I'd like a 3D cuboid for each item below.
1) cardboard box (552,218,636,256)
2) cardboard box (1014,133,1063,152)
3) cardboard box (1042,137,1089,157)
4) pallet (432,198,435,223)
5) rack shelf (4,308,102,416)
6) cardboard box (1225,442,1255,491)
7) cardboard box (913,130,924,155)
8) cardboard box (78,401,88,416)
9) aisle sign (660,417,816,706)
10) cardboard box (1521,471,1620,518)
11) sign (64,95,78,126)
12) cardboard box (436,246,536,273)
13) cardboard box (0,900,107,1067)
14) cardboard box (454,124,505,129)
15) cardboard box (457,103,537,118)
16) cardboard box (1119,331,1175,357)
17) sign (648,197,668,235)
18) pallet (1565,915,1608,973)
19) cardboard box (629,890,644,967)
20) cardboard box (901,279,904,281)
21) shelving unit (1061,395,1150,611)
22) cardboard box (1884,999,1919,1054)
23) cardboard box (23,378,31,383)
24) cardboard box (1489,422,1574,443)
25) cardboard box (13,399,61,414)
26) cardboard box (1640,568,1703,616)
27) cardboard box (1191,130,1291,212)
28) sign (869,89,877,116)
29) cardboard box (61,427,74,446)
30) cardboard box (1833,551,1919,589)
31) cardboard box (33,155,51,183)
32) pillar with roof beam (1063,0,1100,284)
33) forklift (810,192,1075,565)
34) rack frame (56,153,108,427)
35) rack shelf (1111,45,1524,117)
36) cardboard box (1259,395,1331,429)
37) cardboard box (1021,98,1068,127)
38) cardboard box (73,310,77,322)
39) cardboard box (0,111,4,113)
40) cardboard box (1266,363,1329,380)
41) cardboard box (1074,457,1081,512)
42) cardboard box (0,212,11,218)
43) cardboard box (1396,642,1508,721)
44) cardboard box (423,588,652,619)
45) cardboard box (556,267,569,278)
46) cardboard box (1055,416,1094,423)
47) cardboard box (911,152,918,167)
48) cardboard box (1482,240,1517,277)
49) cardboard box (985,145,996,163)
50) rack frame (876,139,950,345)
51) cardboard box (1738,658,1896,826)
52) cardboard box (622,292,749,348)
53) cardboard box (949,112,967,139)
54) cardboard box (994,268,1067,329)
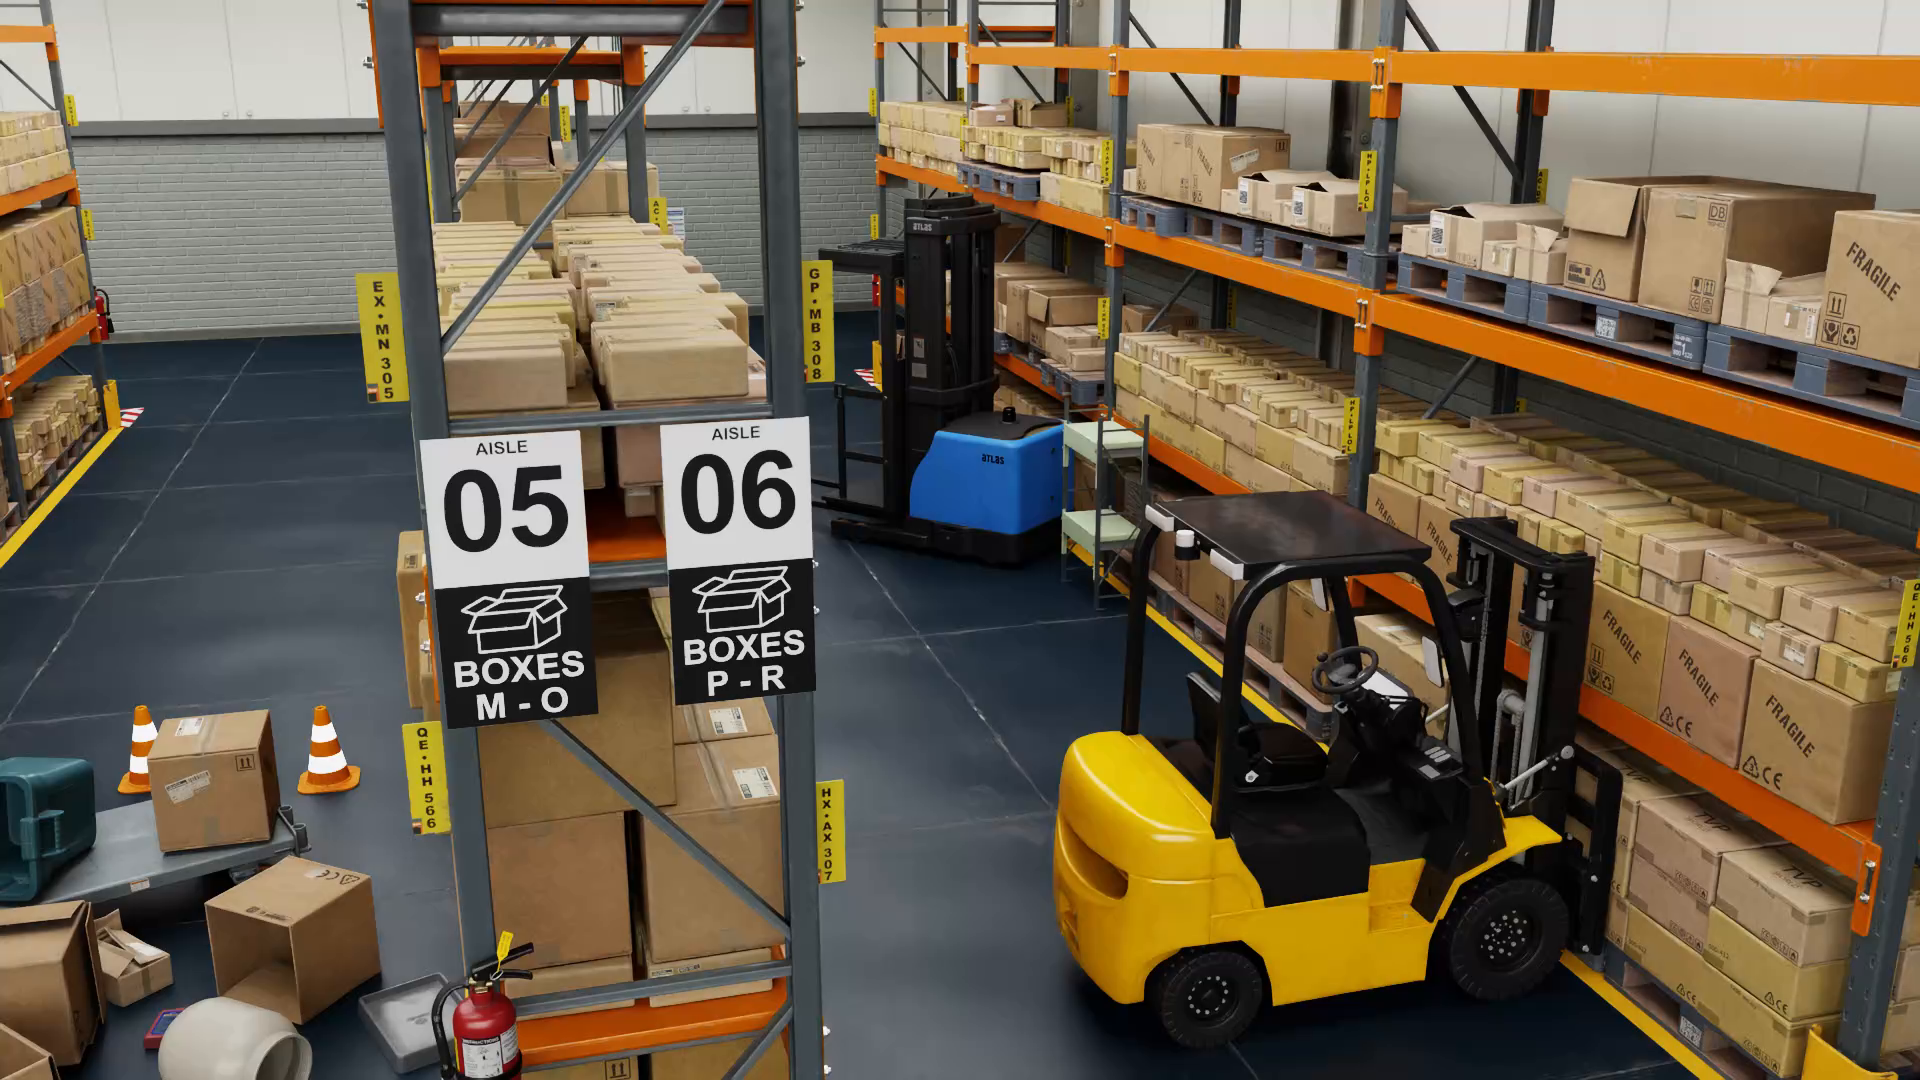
[{"bbox_3d":[-1.711,-1.419,7.798,0.380,0.149,0.250,-4,17,-14],"label":"cardboard box"},{"bbox_3d":[0.705,-3.566,14.913,0.380,0.149,0.250,-5,17,-15],"label":"cardboard box"},{"bbox_3d":[0.928,-3.420,14.459,0.380,0.149,0.250,-5,17,-15],"label":"cardboard box"},{"bbox_3d":[-3.335,-2.417,12.400,1.213,0.211,1.003,-4,17,-13],"label":"pallet"},{"bbox_3d":[-9.488,-1.793,16.458,1.077,0.370,4.000,-5,17,-15],"label":"rack shelf"},{"bbox_3d":[2.123,-0.510,11.196,0.500,0.250,0.500,-5,17,-15],"label":"cardboard box"},{"bbox_3d":[-0.223,-4.444,18.561,0.500,0.250,0.500,-5,17,-16],"label":"cardboard box"},{"bbox_3d":[-9.474,-1.402,17.614,0.380,0.149,0.250,-5,18,-18],"label":"cardboard box"},{"bbox_3d":[-0.594,0.063,4.509,0.394,0.787,0.004,-5,17,-15],"label":"aisle sign"},{"bbox_3d":[2.996,-0.224,8.165,0.380,0.149,0.250,-5,17,-15],"label":"cardboard box"},{"bbox_3d":[-9.499,-4.590,17.765,0.100,0.325,0.005,-5,17,-15],"label":"sign"},{"bbox_3d":[-1.909,-1.093,6.715,0.380,0.149,0.250,-5,18,-17],"label":"cardboard box"},{"bbox_3d":[-4.091,1.902,7.008,0.797,0.637,0.503,-5,17,-15],"label":"cardboard box"},{"bbox_3d":[-3.871,-3.048,13.266,0.500,0.500,0.500,-5,17,-15],"label":"cardboard box"},{"bbox_3d":[-4.608,-4.109,16.621,0.797,0.503,0.637,-3,17,-11],"label":"cardboard box"},{"bbox_3d":[1.468,-1.538,13.057,0.380,0.149,0.250,-4,17,-14],"label":"cardboard box"},{"bbox_3d":[-1.489,-1.520,8.186,0.100,0.325,0.005,-5,17,-15],"label":"sign"},{"bbox_3d":[3.280,1.712,8.384,1.003,0.211,1.213,-5,17,-15],"label":"pallet"},{"bbox_3d":[-0.887,1.257,5.491,0.380,0.149,0.250,-4,17,-14],"label":"cardboard box"},{"bbox_3d":[-0.388,-3.148,19.462,0.500,0.250,0.500,-5,17,-16],"label":"cardboard box"},{"bbox_3d":[1.107,-0.297,12.835,0.431,1.500,0.755,-5,17,-16],"label":"shelving unit"},{"bbox_3d":[3.916,1.886,7.008,0.500,0.250,0.500,-5,17,-15],"label":"cardboard box"},{"bbox_3d":[-10.220,-1.640,17.889,0.380,0.149,0.250,-6,18,-18],"label":"cardboard box"},{"bbox_3d":[3.171,-0.548,9.245,0.380,0.149,0.250,-5,17,-17],"label":"cardboard box"},{"bbox_3d":[-9.338,-1.321,16.829,0.380,0.149,0.250,-5,18,-17],"label":"cardboard box"},{"bbox_3d":[3.211,0.205,7.254,0.380,0.149,0.250,-5,18,-17],"label":"cardboard box"},{"bbox_3d":[1.909,-2.523,11.346,0.500,0.500,0.500,-4,17,-14],"label":"cardboard box"},{"bbox_3d":[-1.056,-5.316,20.202,0.100,0.325,0.005,-5,17,-15],"label":"sign"},{"bbox_3d":[-9.268,-1.045,16.941,0.380,0.149,0.250,-4,17,-14],"label":"cardboard box"},{"bbox_3d":[3.850,0.164,6.873,0.380,0.149,0.250,-4,17,-14],"label":"cardboard box"},{"bbox_3d":[-9.388,-3.672,16.509,0.500,0.250,0.500,-4,17,-13],"label":"cardboard box"},{"bbox_3d":[-2.899,-5.194,16.101,9.100,9.000,0.400,-5,17,-15],"label":"pillar with roof beam"},{"bbox_3d":[-0.521,-1.503,14.360,3.031,2.935,1.130,11,20,32],"label":"forklift"},{"bbox_3d":[-10.038,-2.691,18.196,1.000,3.000,0.127,-5,17,-15],"label":"rack frame"},{"bbox_3d":[2.214,-3.075,10.992,1.077,0.370,4.000,-5,17,-15],"label":"rack shelf"},{"bbox_3d":[2.151,-0.824,10.680,0.380,0.149,0.250,-5,18,-17],"label":"cardboard box"},{"bbox_3d":[0.819,-4.154,16.148,0.396,0.266,0.258,-5,17,-15],"label":"cardboard box"},{"bbox_3d":[-9.561,-2.363,17.541,0.380,0.149,0.250,-5,17,-16],"label":"cardboard box"},{"bbox_3d":[-10.168,-4.378,17.299,0.380,0.149,0.250,-5,17,-16],"label":"cardboard box"},{"bbox_3d":[2.388,-1.152,11.773,0.380,0.149,0.250,-4,17,-14],"label":"cardboard box"},{"bbox_3d":[1.214,-0.534,14.631,0.500,0.500,0.500,-5,17,-16],"label":"cardboard box"},{"bbox_3d":[-10.025,-3.076,17.049,0.500,0.500,0.500,-4,17,-14],"label":"cardboard box"},{"bbox_3d":[2.725,0.753,9.042,0.500,0.250,0.500,-5,17,-15],"label":"cardboard box"},{"bbox_3d":[-1.391,0.382,5.539,0.700,0.500,0.500,-5,17,-15],"label":"cardboard box"},{"bbox_3d":[-1.488,-1.058,7.289,0.500,0.250,0.500,-5,17,-16],"label":"cardboard box"},{"bbox_3d":[1.052,-1.017,15.111,0.380,0.149,0.250,-5,17,-16],"label":"cardboard box"},{"bbox_3d":[-0.343,-4.282,18.715,0.380,0.149,0.250,-5,17,-15],"label":"cardboard box"},{"bbox_3d":[2.806,-1.389,8.181,0.380,0.149,0.250,-4,17,-14],"label":"cardboard box"},{"bbox_3d":[0.453,-3.635,15.658,0.380,0.149,0.250,-4,17,-14],"label":"cardboard box"},{"bbox_3d":[-0.535,-3.504,20.902,1.000,3.000,0.127,-5,17,-15],"label":"rack frame"},{"bbox_3d":[3.475,0.759,6.538,0.500,0.500,0.500,-5,17,-16],"label":"cardboard box"},{"bbox_3d":[-0.902,-0.715,5.455,0.380,0.149,0.250,-5,17,-15],"label":"cardboard box"},{"bbox_3d":[0.195,-4.265,17.096,0.500,0.250,0.500,-5,17,-15],"label":"cardboard box"},{"bbox_3d":[0.625,-2.352,16.163,0.700,0.500,0.500,-5,17,-15],"label":"cardboard box"}]
